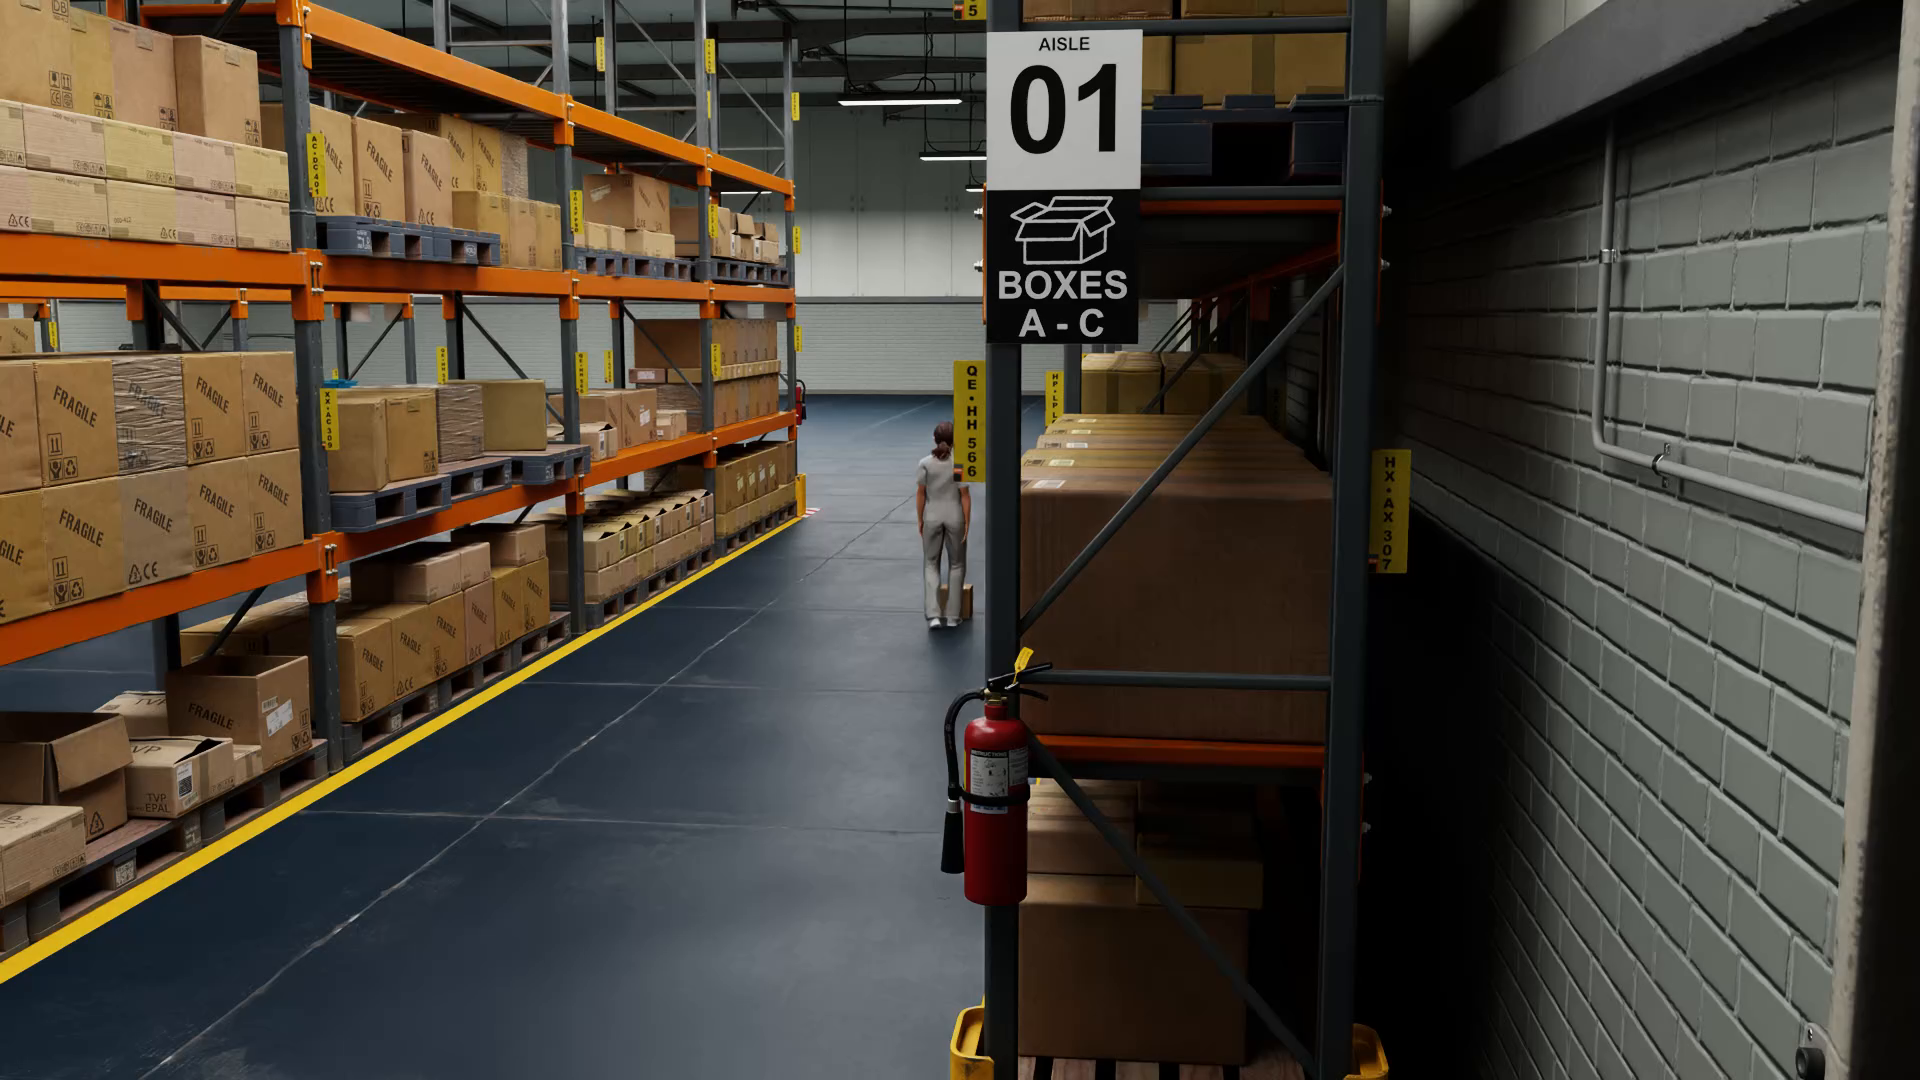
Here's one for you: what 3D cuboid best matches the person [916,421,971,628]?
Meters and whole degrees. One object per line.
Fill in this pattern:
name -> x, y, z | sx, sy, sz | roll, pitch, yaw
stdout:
person -> -0.126, -0.098, 13.318 | 0.451, 1.707, 0.422 | 1, 8, 8
